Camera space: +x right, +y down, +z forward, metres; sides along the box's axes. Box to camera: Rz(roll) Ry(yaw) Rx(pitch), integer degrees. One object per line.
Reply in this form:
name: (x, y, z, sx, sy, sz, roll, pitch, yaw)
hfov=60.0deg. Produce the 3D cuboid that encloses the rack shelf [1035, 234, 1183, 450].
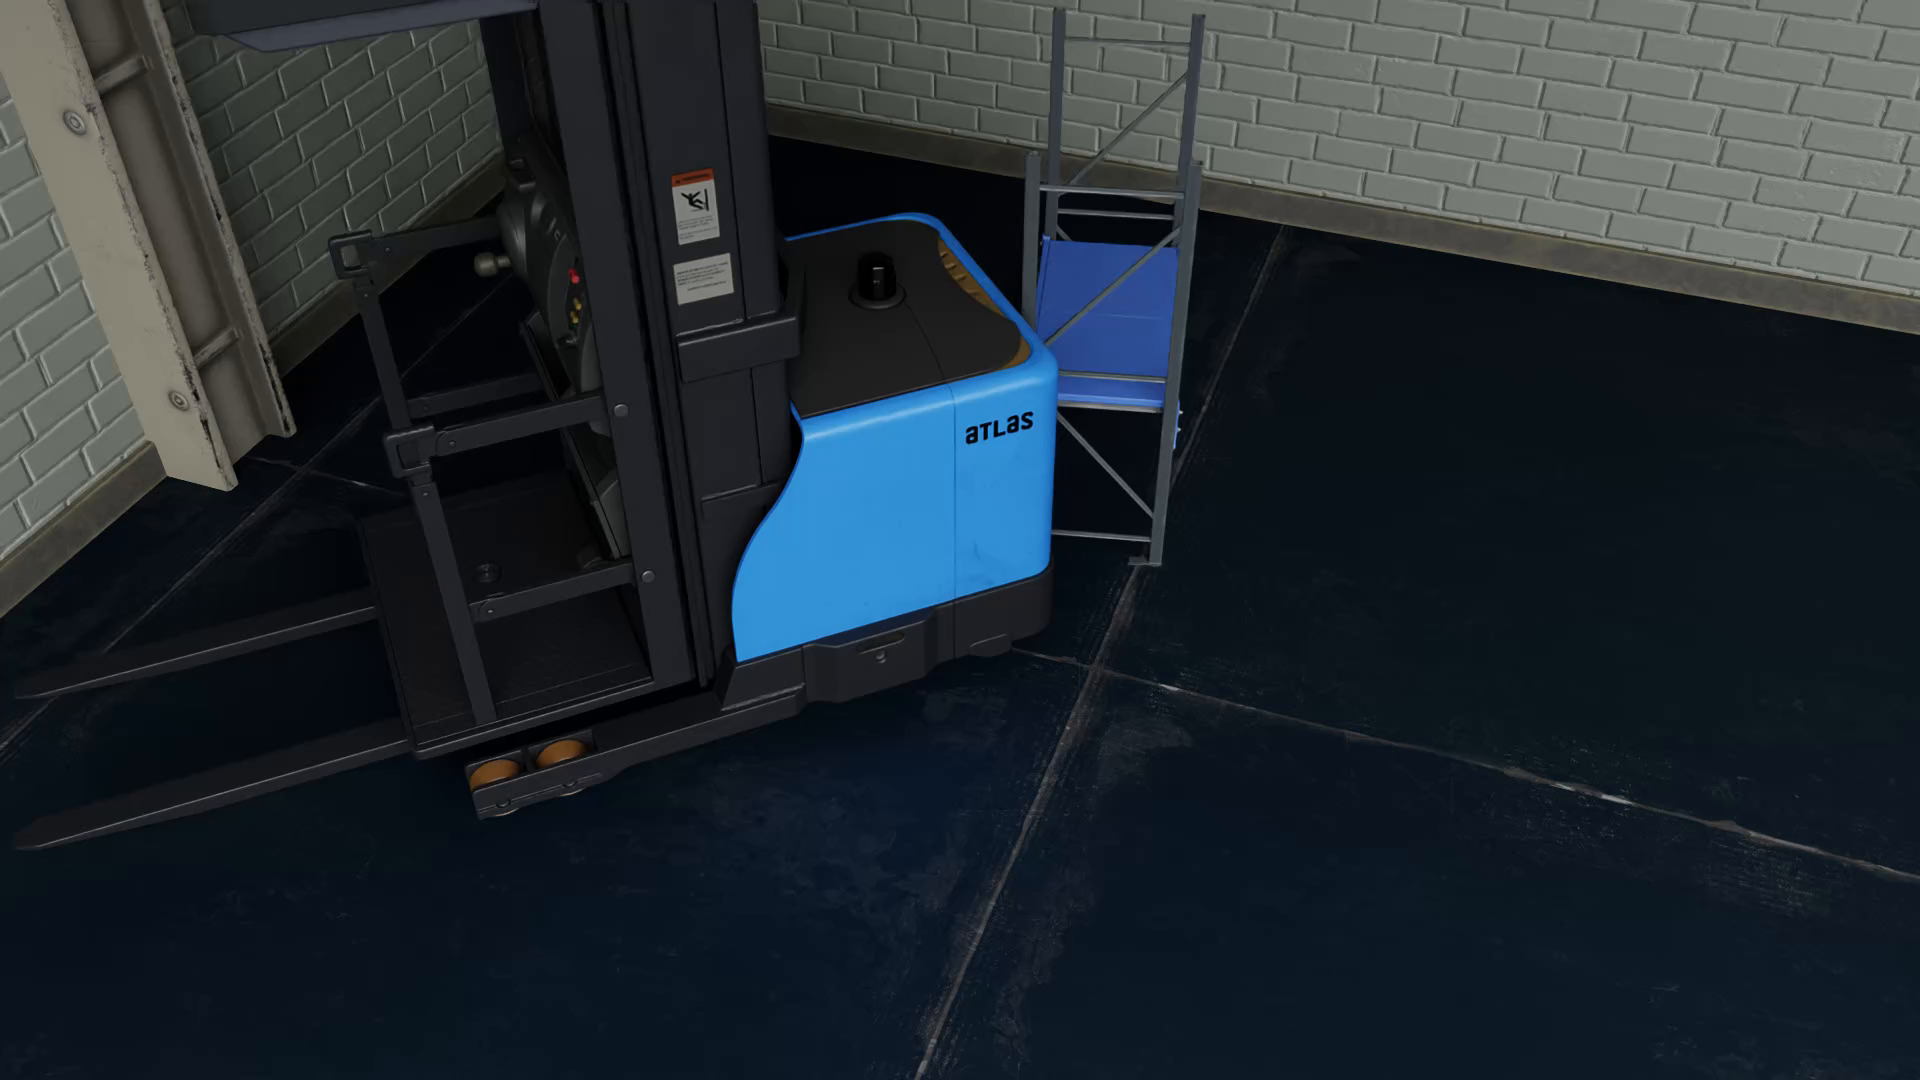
rack shelf: (0.496, -0.701, 5.693, 0.538, 0.185, 1.000, 4, 41, 5)

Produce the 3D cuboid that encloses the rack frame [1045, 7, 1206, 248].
rack frame: (0.557, -1.166, 5.961, 0.500, 1.500, 0.032, 4, 41, 5)

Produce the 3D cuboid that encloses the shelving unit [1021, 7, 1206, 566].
shelving unit: (0.496, -0.838, 5.577, 0.538, 1.500, 1.048, 4, 41, 5)

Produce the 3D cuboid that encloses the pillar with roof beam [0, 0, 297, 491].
pillar with roof beam: (1.353, -2.796, 2.094, 9.100, 9.000, 0.400, 13, 42, 15)

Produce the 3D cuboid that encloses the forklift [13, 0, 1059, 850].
forklift: (-1.268, -0.708, 4.321, 3.031, 2.935, 1.130, -16, 43, -18)

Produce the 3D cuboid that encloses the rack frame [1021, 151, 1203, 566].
rack frame: (0.436, -0.510, 5.193, 0.500, 1.500, 0.032, 4, 41, 5)
